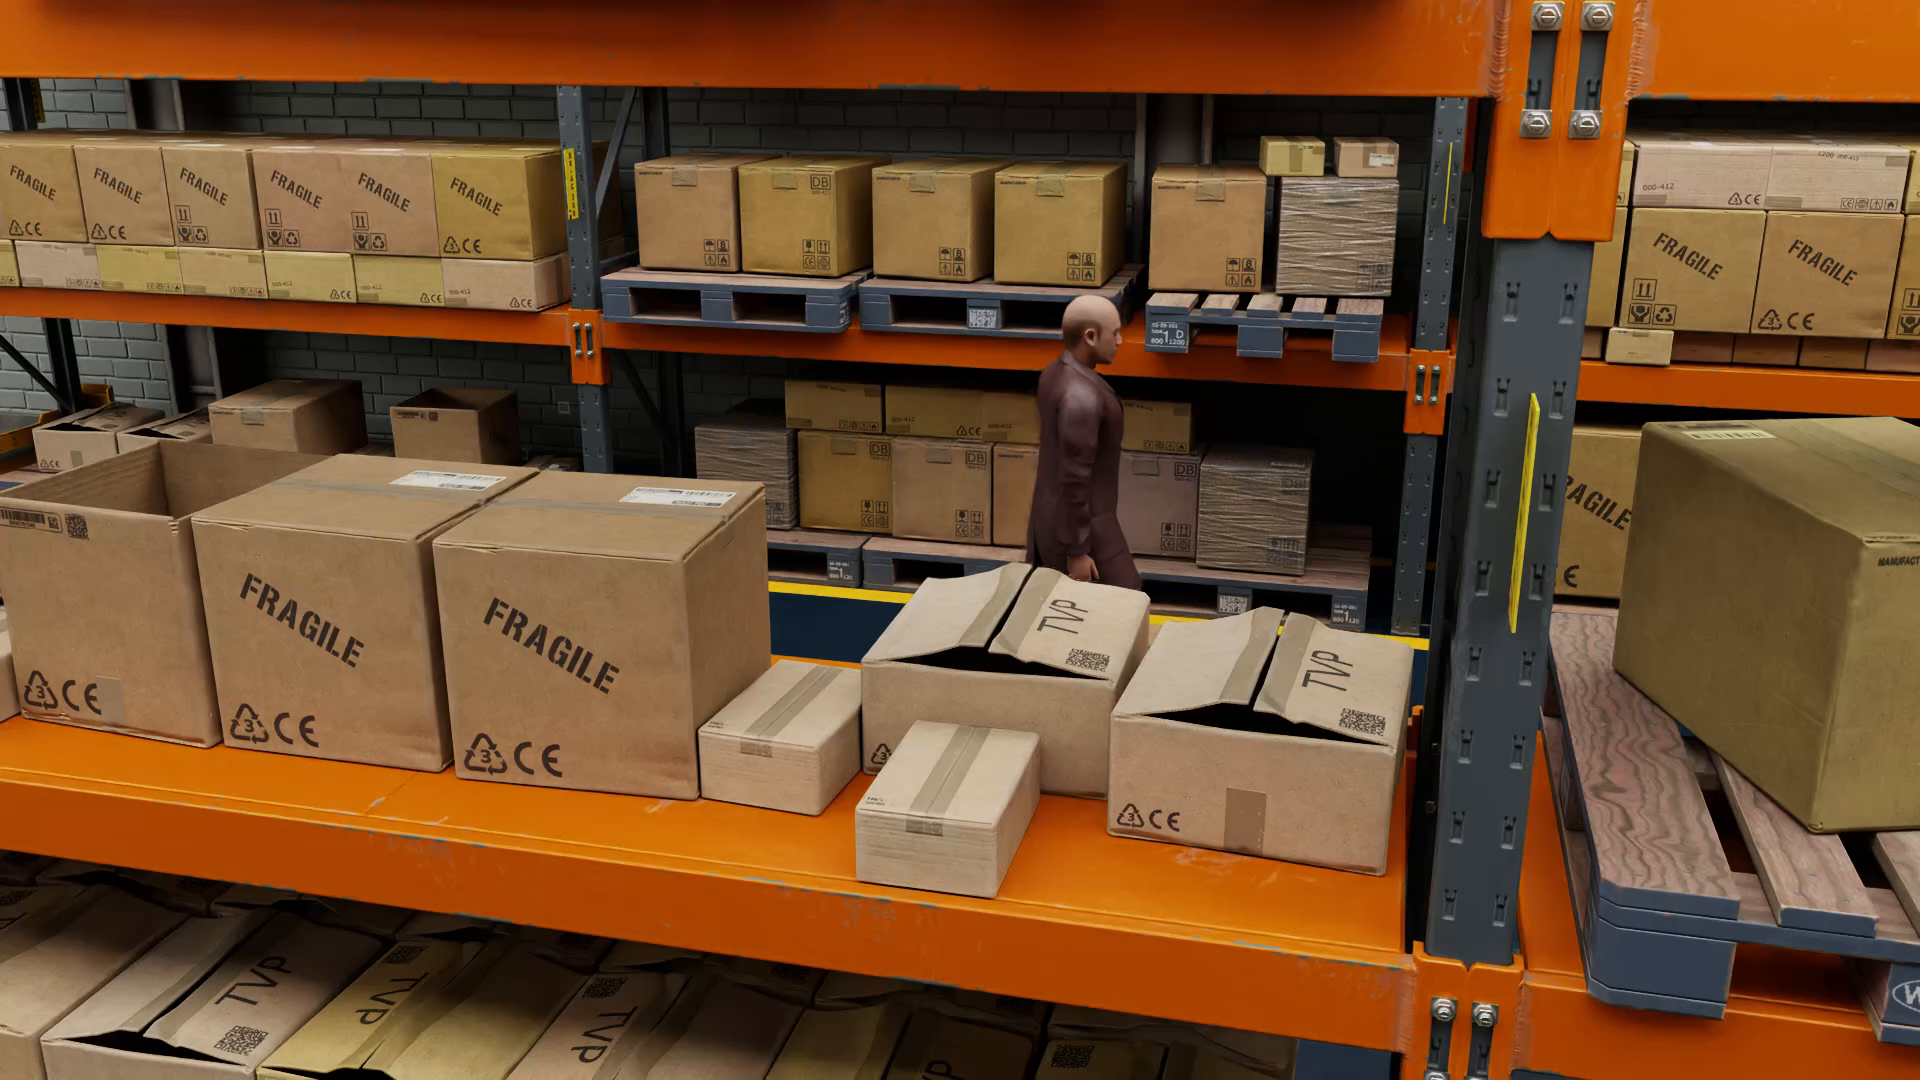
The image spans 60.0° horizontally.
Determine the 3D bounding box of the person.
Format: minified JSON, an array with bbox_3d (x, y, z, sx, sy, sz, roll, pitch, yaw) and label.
[{"bbox_3d":[0.395,-0.037,6.205,0.809,1.760,0.684,-3,18,-10],"label":"person"}]
